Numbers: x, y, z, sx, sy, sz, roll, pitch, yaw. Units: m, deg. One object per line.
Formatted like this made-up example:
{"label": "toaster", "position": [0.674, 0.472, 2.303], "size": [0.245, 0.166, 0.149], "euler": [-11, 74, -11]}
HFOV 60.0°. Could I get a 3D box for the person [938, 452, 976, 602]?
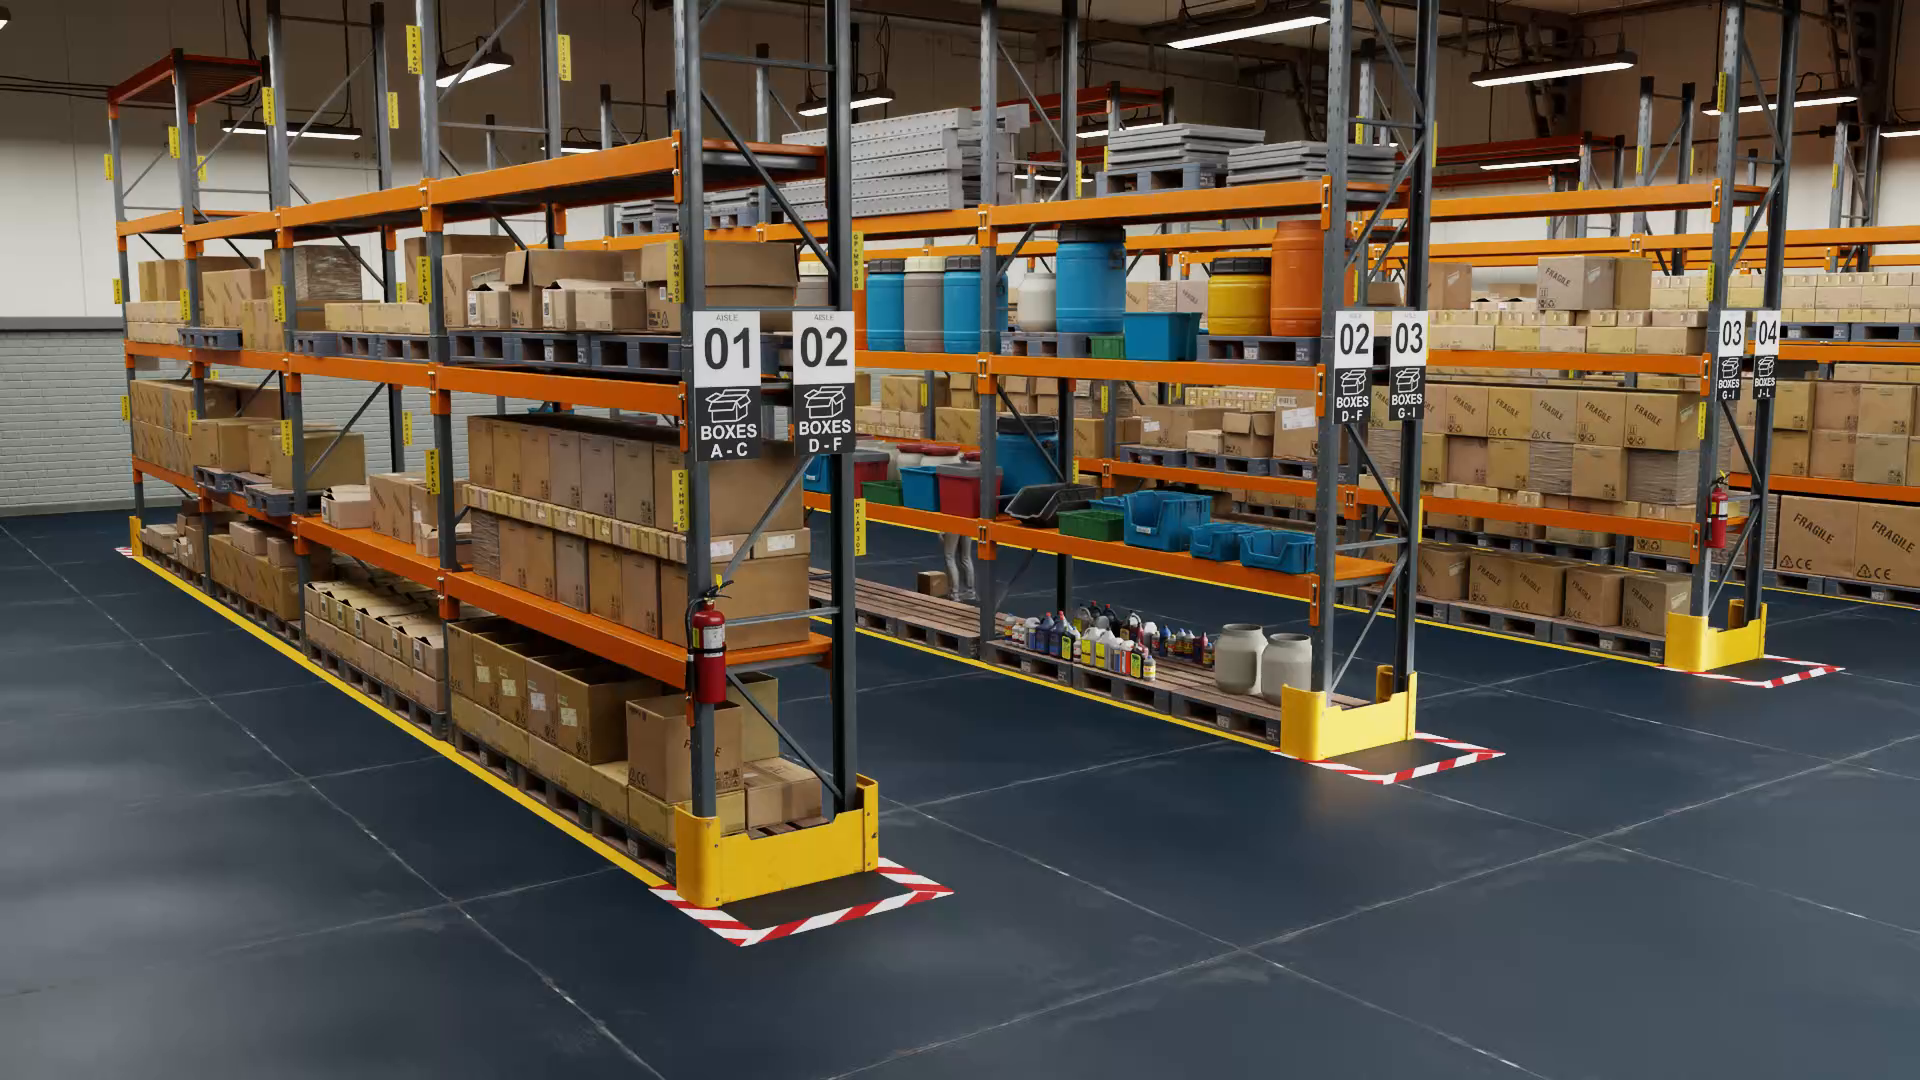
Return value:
{"label": "person", "position": [-0.047, -0.139, 18.360], "size": [0.469, 1.670, 0.322], "euler": [-6, 10, -35]}
